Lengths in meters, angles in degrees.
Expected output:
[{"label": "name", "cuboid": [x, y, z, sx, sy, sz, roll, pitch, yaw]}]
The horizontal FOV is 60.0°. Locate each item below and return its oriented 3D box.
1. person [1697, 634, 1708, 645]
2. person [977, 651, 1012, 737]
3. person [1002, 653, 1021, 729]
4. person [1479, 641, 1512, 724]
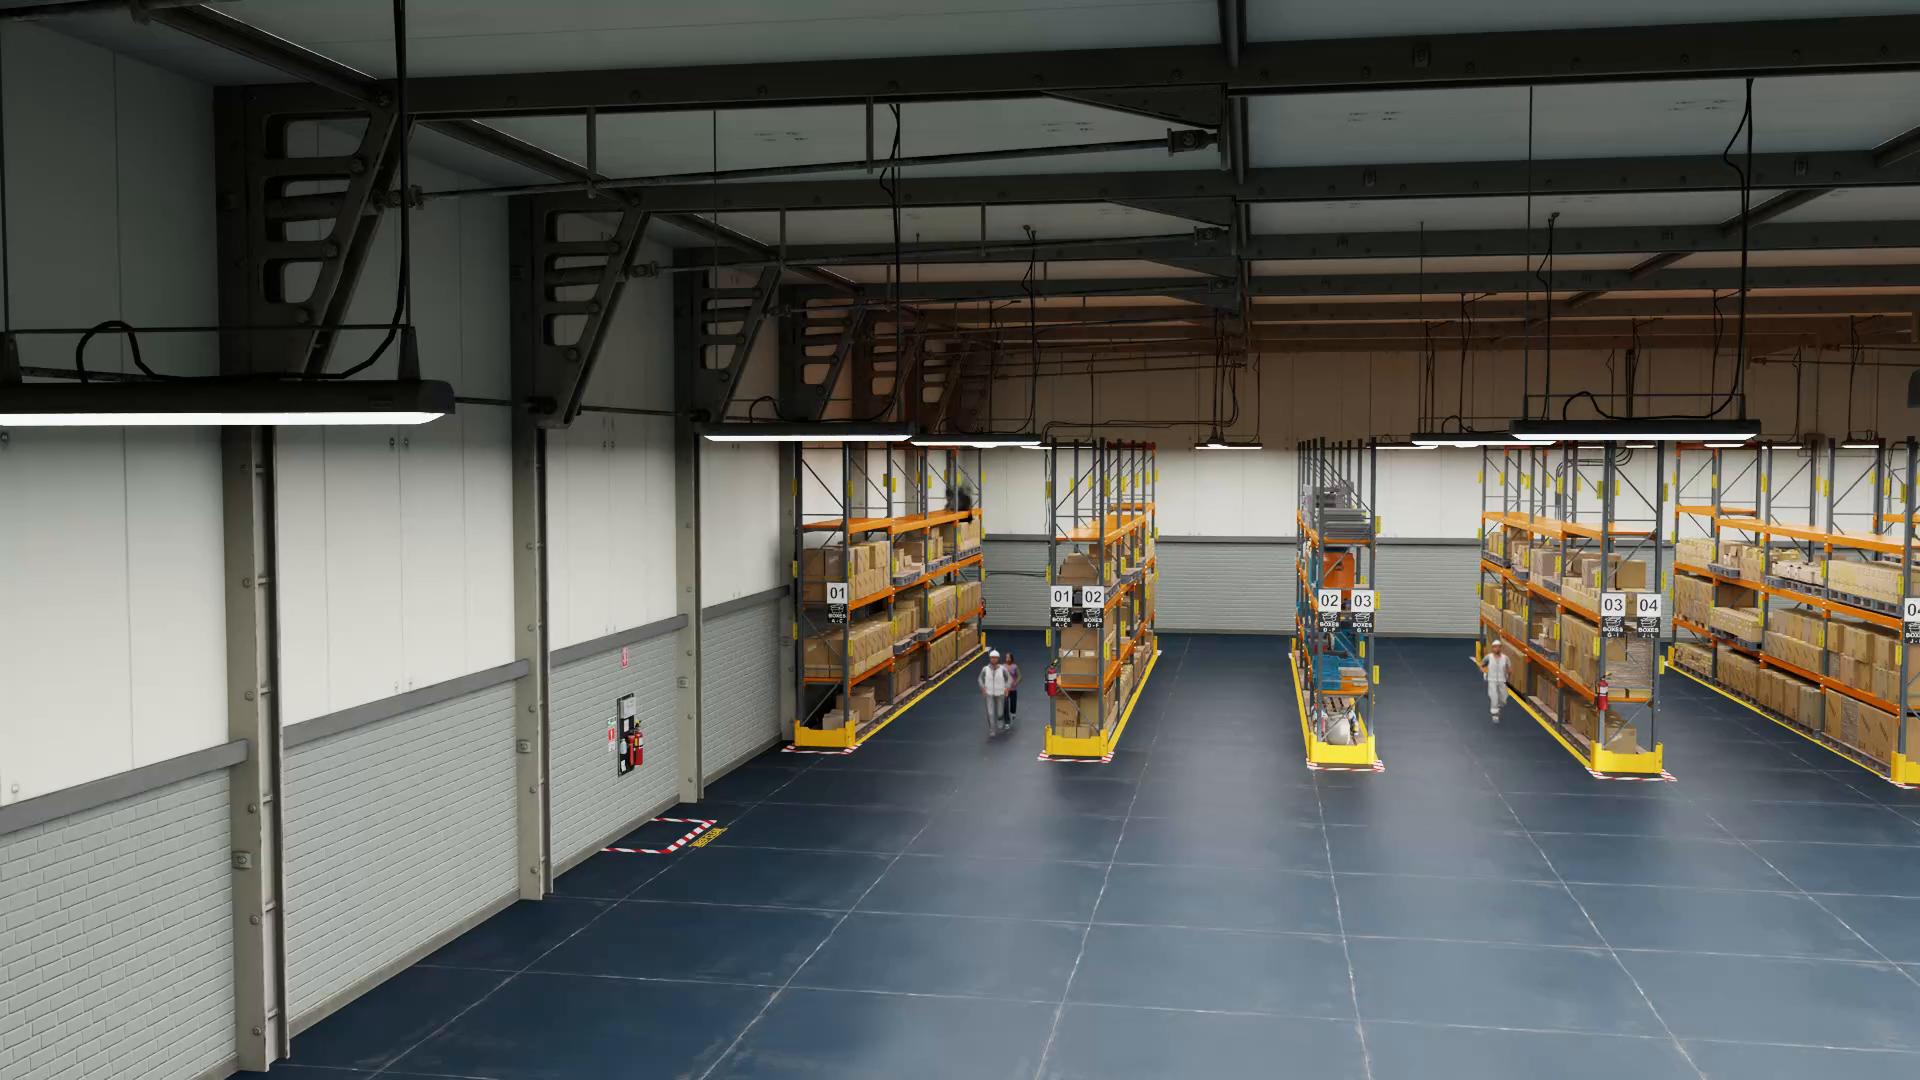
[{"label": "person", "cuboid": [20.488, 2.547, 45.704, 0.727, 1.553, 0.551, -3, 4, -44]}, {"label": "person", "cuboid": [0.703, 3.085, 33.498, 0.705, 1.729, 0.614, 0, 3, 4]}, {"label": "person", "cuboid": [1.000, 3.114, 34.553, 0.542, 1.553, 0.680, 0, 3, 5]}, {"label": "person", "cuboid": [11.317, 2.994, 35.109, 0.659, 1.742, 0.708, 0, 3, 9]}]
